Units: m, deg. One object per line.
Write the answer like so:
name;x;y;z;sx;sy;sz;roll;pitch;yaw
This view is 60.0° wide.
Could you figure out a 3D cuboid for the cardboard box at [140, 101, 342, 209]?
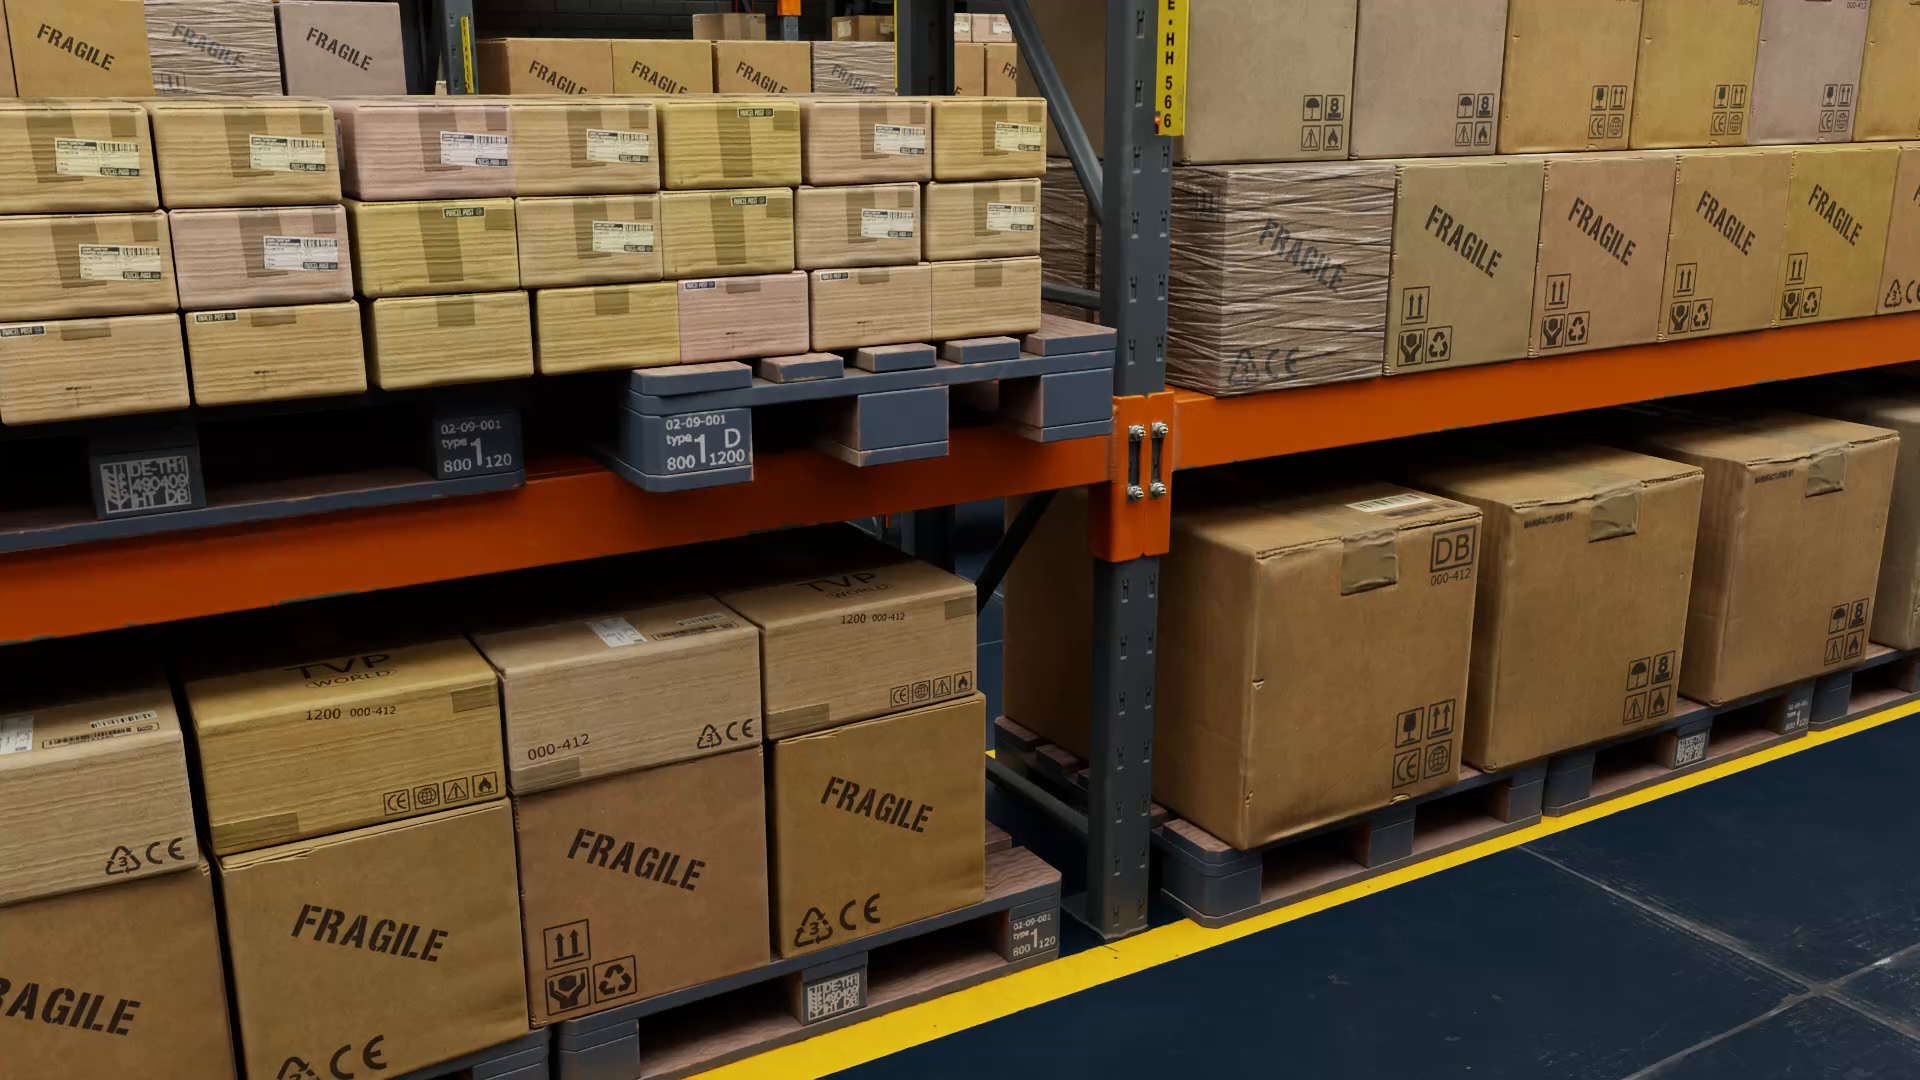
cardboard box;-1.148;-0.617;2.640;0.250;0.149;0.380;-8;18;-27

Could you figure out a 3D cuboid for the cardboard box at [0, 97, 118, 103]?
cardboard box;-1.692;-0.735;3.058;0.250;0.149;0.380;-10;18;-30

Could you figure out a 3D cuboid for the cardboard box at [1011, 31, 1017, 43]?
cardboard box;0.353;-3.013;9.884;0.250;0.149;0.380;-9;18;-30

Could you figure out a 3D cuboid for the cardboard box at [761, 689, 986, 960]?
cardboard box;-0.284;0.550;3.743;0.500;0.500;0.500;-9;18;-30

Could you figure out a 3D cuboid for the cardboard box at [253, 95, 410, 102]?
cardboard box;-1.250;-0.806;3.312;0.250;0.149;0.380;-8;18;-27

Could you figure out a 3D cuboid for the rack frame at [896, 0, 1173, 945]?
rack frame;0.145;-0.603;4.004;0.127;3.000;1.000;-9;18;-30

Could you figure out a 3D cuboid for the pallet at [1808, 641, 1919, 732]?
pallet;2.952;0.308;5.919;1.213;0.211;1.003;-9;18;-30

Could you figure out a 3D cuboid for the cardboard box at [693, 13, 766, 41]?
cardboard box;-1.233;-2.733;8.886;0.250;0.149;0.380;-10;19;-32

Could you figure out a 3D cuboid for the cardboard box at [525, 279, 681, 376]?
cardboard box;-0.690;-0.406;2.987;0.250;0.149;0.380;-9;18;-30

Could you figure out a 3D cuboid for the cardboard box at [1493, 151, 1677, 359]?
cardboard box;1.536;-0.793;4.495;0.500;0.500;0.500;-9;18;-30

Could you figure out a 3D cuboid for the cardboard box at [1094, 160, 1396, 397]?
cardboard box;0.669;-0.651;3.990;0.500;0.500;0.500;-9;18;-29

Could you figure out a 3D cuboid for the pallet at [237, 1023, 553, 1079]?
pallet;-1.570;1.016;3.393;1.213;0.211;1.003;-9;18;-30

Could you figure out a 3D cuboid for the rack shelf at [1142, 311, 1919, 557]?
rack shelf;1.860;-0.535;5.093;4.000;0.370;1.077;-9;18;-30

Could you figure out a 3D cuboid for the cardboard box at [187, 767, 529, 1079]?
cardboard box;-1.176;0.699;3.213;0.500;0.500;0.500;-10;19;-32

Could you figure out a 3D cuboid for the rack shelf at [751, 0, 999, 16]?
rack shelf;0.093;-4.814;14.802;4.000;0.370;1.077;-9;18;-30

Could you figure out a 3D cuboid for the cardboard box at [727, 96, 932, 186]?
cardboard box;-0.255;-0.762;3.157;0.250;0.149;0.380;-9;18;-30

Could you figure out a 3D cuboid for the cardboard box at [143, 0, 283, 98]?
cardboard box;-3.235;-2.058;7.158;0.500;0.500;0.500;-9;18;-29

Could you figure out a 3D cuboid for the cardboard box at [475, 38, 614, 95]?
cardboard box;-1.986;-2.137;7.961;0.500;0.500;0.500;-10;18;-31

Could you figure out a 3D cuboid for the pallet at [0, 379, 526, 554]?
pallet;-1.530;-0.226;3.015;1.213;0.211;1.003;-9;18;-30

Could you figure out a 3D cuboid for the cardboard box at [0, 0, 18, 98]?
cardboard box;-4.101;-1.922;6.672;0.500;0.500;0.500;-10;18;-31

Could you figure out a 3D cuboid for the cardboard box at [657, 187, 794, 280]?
cardboard box;-0.496;-0.579;3.054;0.250;0.149;0.380;-9;18;-28

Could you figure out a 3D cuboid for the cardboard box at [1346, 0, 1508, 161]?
cardboard box;0.968;-1.263;4.322;0.500;0.500;0.700;-10;18;-31

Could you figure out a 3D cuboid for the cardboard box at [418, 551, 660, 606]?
cardboard box;-1.005;0.148;3.790;0.500;0.250;0.500;-9;18;-30

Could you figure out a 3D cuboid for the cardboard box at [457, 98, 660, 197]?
cardboard box;-0.707;-0.688;2.892;0.250;0.149;0.380;-9;18;-28

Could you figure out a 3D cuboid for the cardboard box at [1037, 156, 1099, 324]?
cardboard box;0.393;-0.776;4.436;0.500;0.500;0.500;-9;18;-30

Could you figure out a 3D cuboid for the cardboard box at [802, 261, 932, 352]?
cardboard box;-0.254;-0.475;3.236;0.250;0.149;0.380;-9;18;-30

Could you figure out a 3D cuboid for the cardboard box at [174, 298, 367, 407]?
cardboard box;-1.143;-0.332;2.726;0.250;0.149;0.380;-9;18;-28

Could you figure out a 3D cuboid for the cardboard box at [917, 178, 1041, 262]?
cardboard box;-0.044;-0.654;3.320;0.250;0.149;0.380;-9;18;-29

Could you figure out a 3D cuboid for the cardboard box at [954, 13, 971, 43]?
cardboard box;-0.148;-2.738;8.902;0.250;0.149;0.380;-10;19;-32

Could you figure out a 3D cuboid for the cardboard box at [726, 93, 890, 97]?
cardboard box;-0.354;-0.951;3.830;0.250;0.149;0.380;-9;18;-30

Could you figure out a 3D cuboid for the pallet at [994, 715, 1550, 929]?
pallet;0.860;0.647;4.709;1.213;0.211;1.003;-9;18;-30

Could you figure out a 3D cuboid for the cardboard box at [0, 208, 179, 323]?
cardboard box;-1.369;-0.438;2.551;0.250;0.149;0.380;-10;18;-31

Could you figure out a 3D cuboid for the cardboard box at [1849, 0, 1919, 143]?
cardboard box;2.712;-1.546;5.331;0.500;0.500;0.700;-10;18;-31

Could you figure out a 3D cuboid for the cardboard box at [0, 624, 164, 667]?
cardboard box;-1.882;0.286;3.296;0.500;0.250;0.500;-10;19;-32

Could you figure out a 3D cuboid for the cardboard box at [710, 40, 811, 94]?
cardboard box;-1.091;-2.286;8.495;0.500;0.500;0.500;-9;18;-29

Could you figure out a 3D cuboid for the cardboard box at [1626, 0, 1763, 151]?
cardboard box;1.845;-1.406;4.832;0.500;0.500;0.700;-9;18;-30

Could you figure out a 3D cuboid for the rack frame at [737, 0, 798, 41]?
rack frame;-1.621;-3.438;14.118;0.127;3.000;1.000;-9;18;-30

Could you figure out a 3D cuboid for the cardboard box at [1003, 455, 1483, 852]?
cardboard box;0.714;0.214;4.479;0.750;0.750;1.050;-9;18;-30

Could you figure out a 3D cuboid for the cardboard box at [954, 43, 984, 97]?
cardboard box;-0.209;-2.427;8.997;0.500;0.500;0.500;-9;18;-28

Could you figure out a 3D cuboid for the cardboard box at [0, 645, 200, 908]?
cardboard box;-1.619;0.407;2.864;0.500;0.250;0.500;-8;18;-28

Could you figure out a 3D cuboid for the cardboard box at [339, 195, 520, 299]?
cardboard box;-0.925;-0.510;2.809;0.250;0.149;0.380;-9;18;-30

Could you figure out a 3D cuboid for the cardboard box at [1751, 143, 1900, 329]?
cardboard box;2.398;-0.932;4.994;0.500;0.500;0.500;-9;18;-29

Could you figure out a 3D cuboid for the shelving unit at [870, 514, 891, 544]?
shelving unit;-0.006;-0.541;7.255;1.048;1.125;0.538;-9;18;-30

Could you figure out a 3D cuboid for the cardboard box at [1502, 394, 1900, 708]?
cardboard box;2.260;-0.038;5.377;0.750;0.750;1.050;-9;18;-30

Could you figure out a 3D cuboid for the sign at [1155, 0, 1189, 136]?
sign;0.433;-0.998;3.415;0.005;0.325;0.100;-9;18;-30

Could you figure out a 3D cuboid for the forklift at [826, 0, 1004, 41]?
forklift;-0.191;-2.895;12.307;1.130;2.935;3.031;12;20;36

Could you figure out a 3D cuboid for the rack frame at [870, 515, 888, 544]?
rack frame;-0.442;-0.470;7.003;0.032;1.125;0.500;-9;18;-30

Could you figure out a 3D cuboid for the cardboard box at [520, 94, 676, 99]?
cardboard box;-0.792;-0.880;3.578;0.250;0.149;0.380;-9;18;-30

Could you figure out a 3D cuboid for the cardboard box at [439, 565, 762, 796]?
cardboard box;-0.733;0.266;3.369;0.500;0.250;0.500;-9;18;-29
